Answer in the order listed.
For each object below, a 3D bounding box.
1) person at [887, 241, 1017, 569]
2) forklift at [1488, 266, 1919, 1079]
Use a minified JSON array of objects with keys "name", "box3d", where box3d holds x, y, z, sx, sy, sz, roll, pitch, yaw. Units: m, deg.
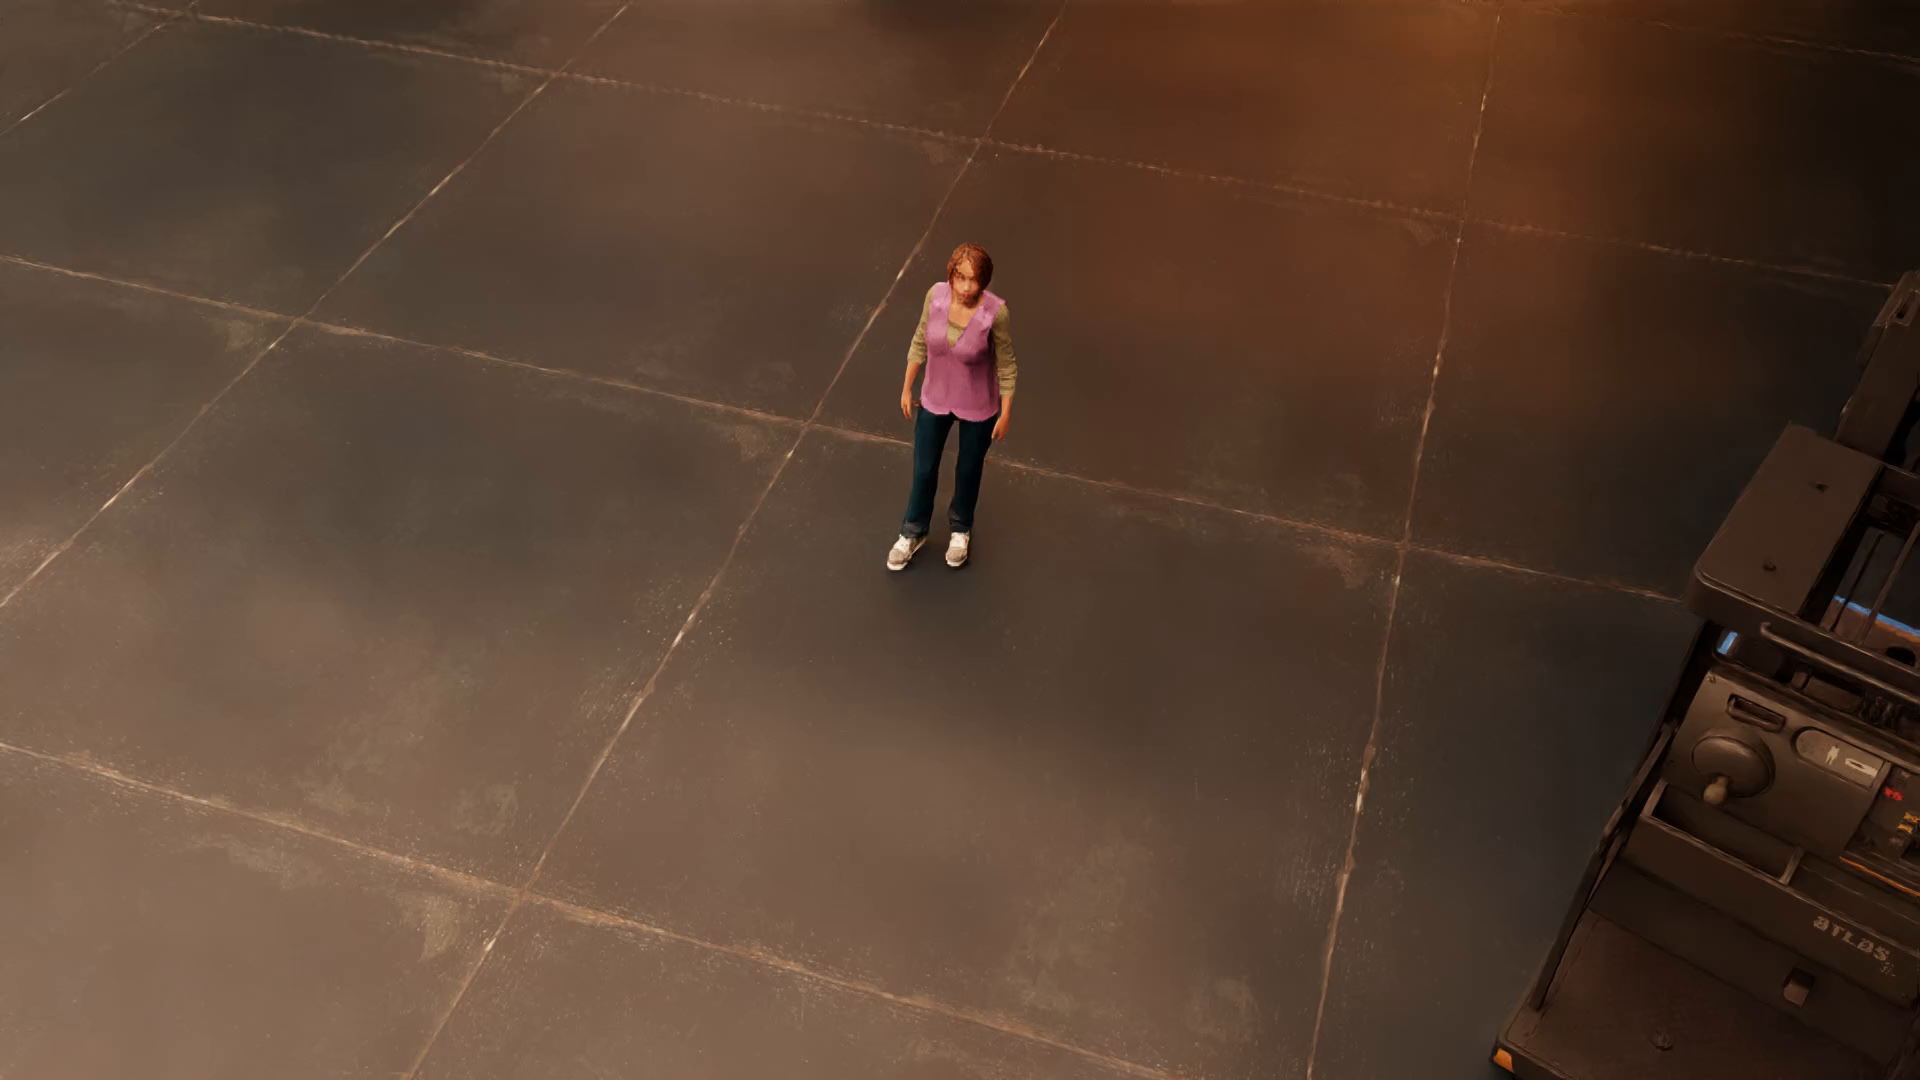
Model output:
[{"name":"person","box3d":[-0.036,-0.544,7.243,0.520,1.597,0.474,12,44,13]},{"name":"forklift","box3d":[2.503,0.816,4.812,1.130,2.935,3.031,28,50,27]}]
